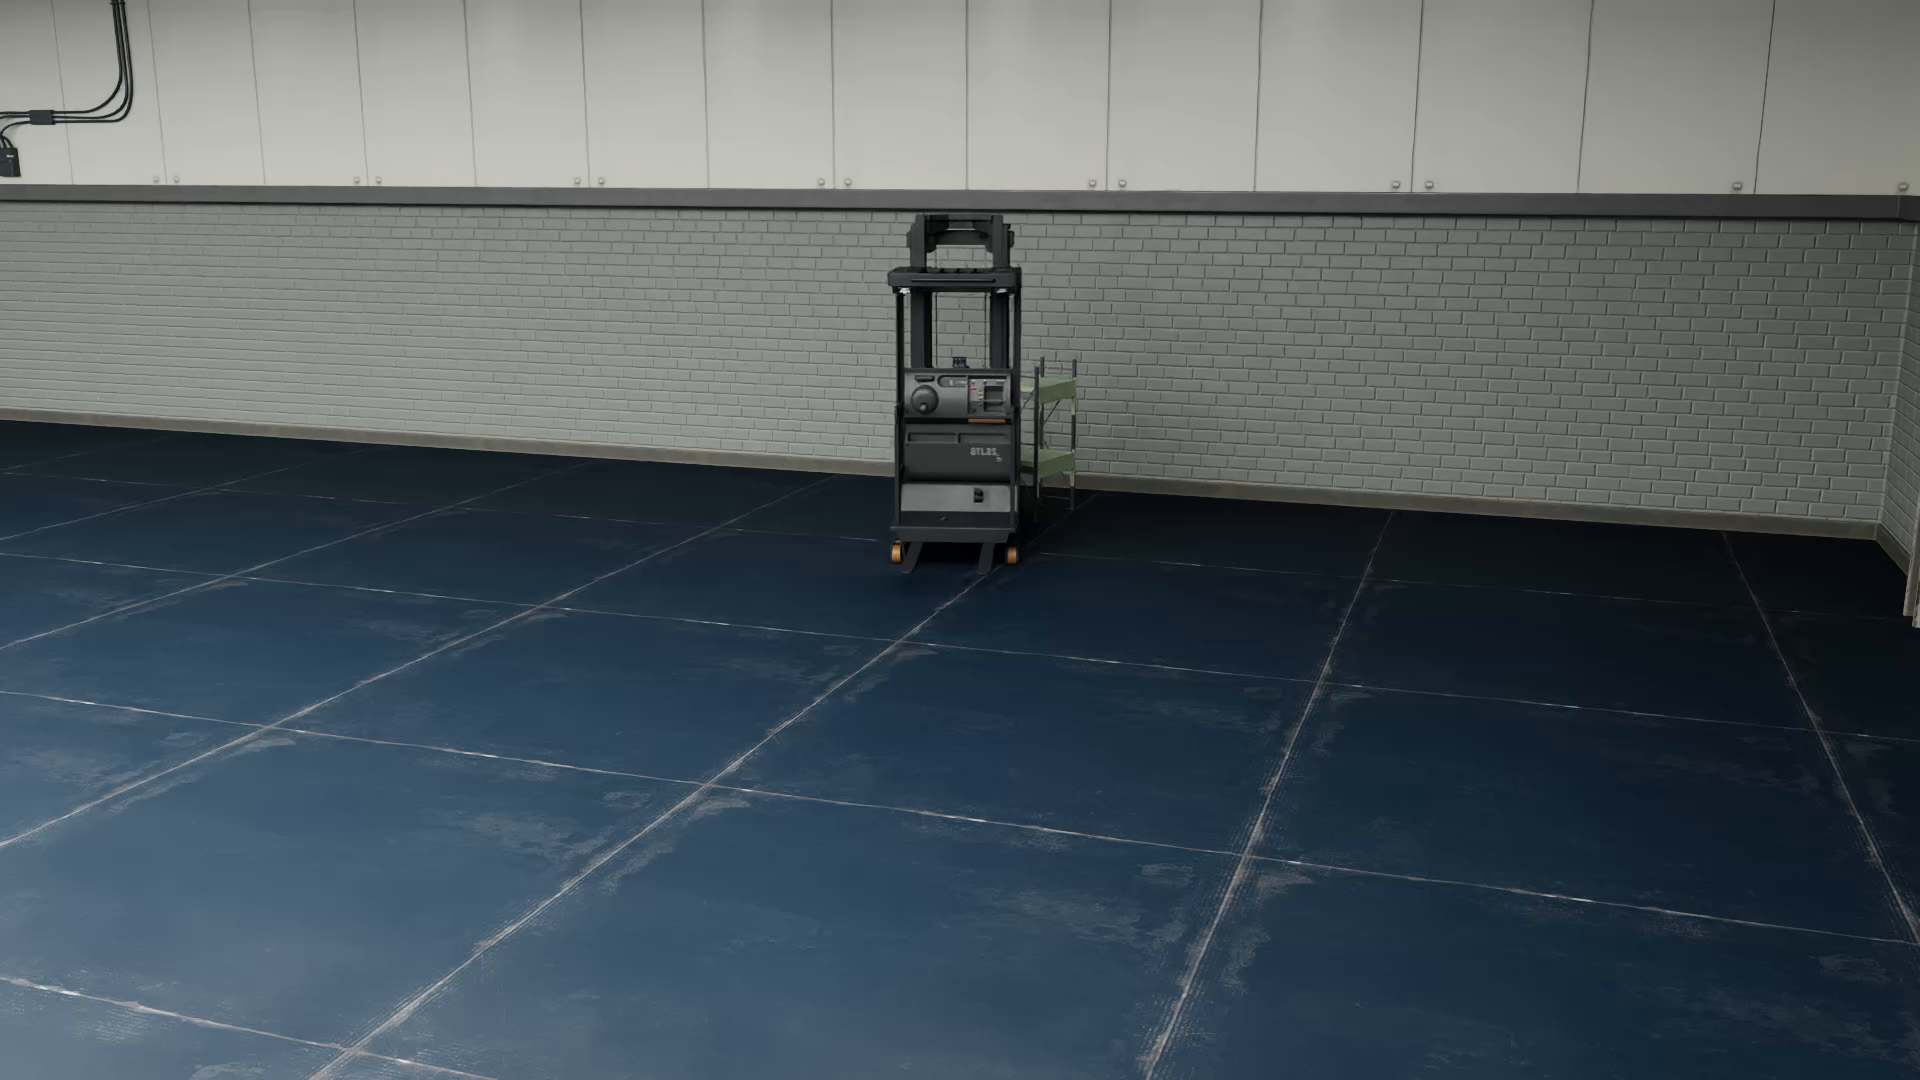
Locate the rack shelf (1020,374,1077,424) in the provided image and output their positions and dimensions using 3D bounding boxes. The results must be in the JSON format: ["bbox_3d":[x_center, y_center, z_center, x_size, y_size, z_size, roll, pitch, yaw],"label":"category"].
[{"bbox_3d":[0.768,-1.370,16.127,0.431,0.370,0.720,8,15,32],"label":"rack shelf"}]

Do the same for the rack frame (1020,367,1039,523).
[{"bbox_3d":[0.570,-0.921,15.914,0.400,1.500,0.023,8,15,32],"label":"rack frame"}]

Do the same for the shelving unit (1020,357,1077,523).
[{"bbox_3d":[0.768,-0.989,16.214,0.431,1.500,0.755,8,15,32],"label":"shelving unit"}]

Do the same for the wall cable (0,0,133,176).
[{"bbox_3d":[-11.300,-7.533,20.388,2.305,6.003,0.169,4,14,18],"label":"wall cable"}]

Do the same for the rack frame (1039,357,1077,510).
[{"bbox_3d":[0.967,-1.058,16.514,0.400,1.500,0.023,8,15,32],"label":"rack frame"}]

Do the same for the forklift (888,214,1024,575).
[{"bbox_3d":[-0.029,-1.286,14.297,1.130,2.935,3.031,1,13,3],"label":"forklift"}]

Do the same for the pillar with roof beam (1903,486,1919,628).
[{"bbox_3d":[3.250,-4.079,12.897,9.100,9.000,0.400,4,14,18],"label":"pillar with roof beam"}]

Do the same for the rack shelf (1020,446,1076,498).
[{"bbox_3d":[0.768,-0.672,16.287,0.431,0.370,0.720,8,15,32],"label":"rack shelf"}]
